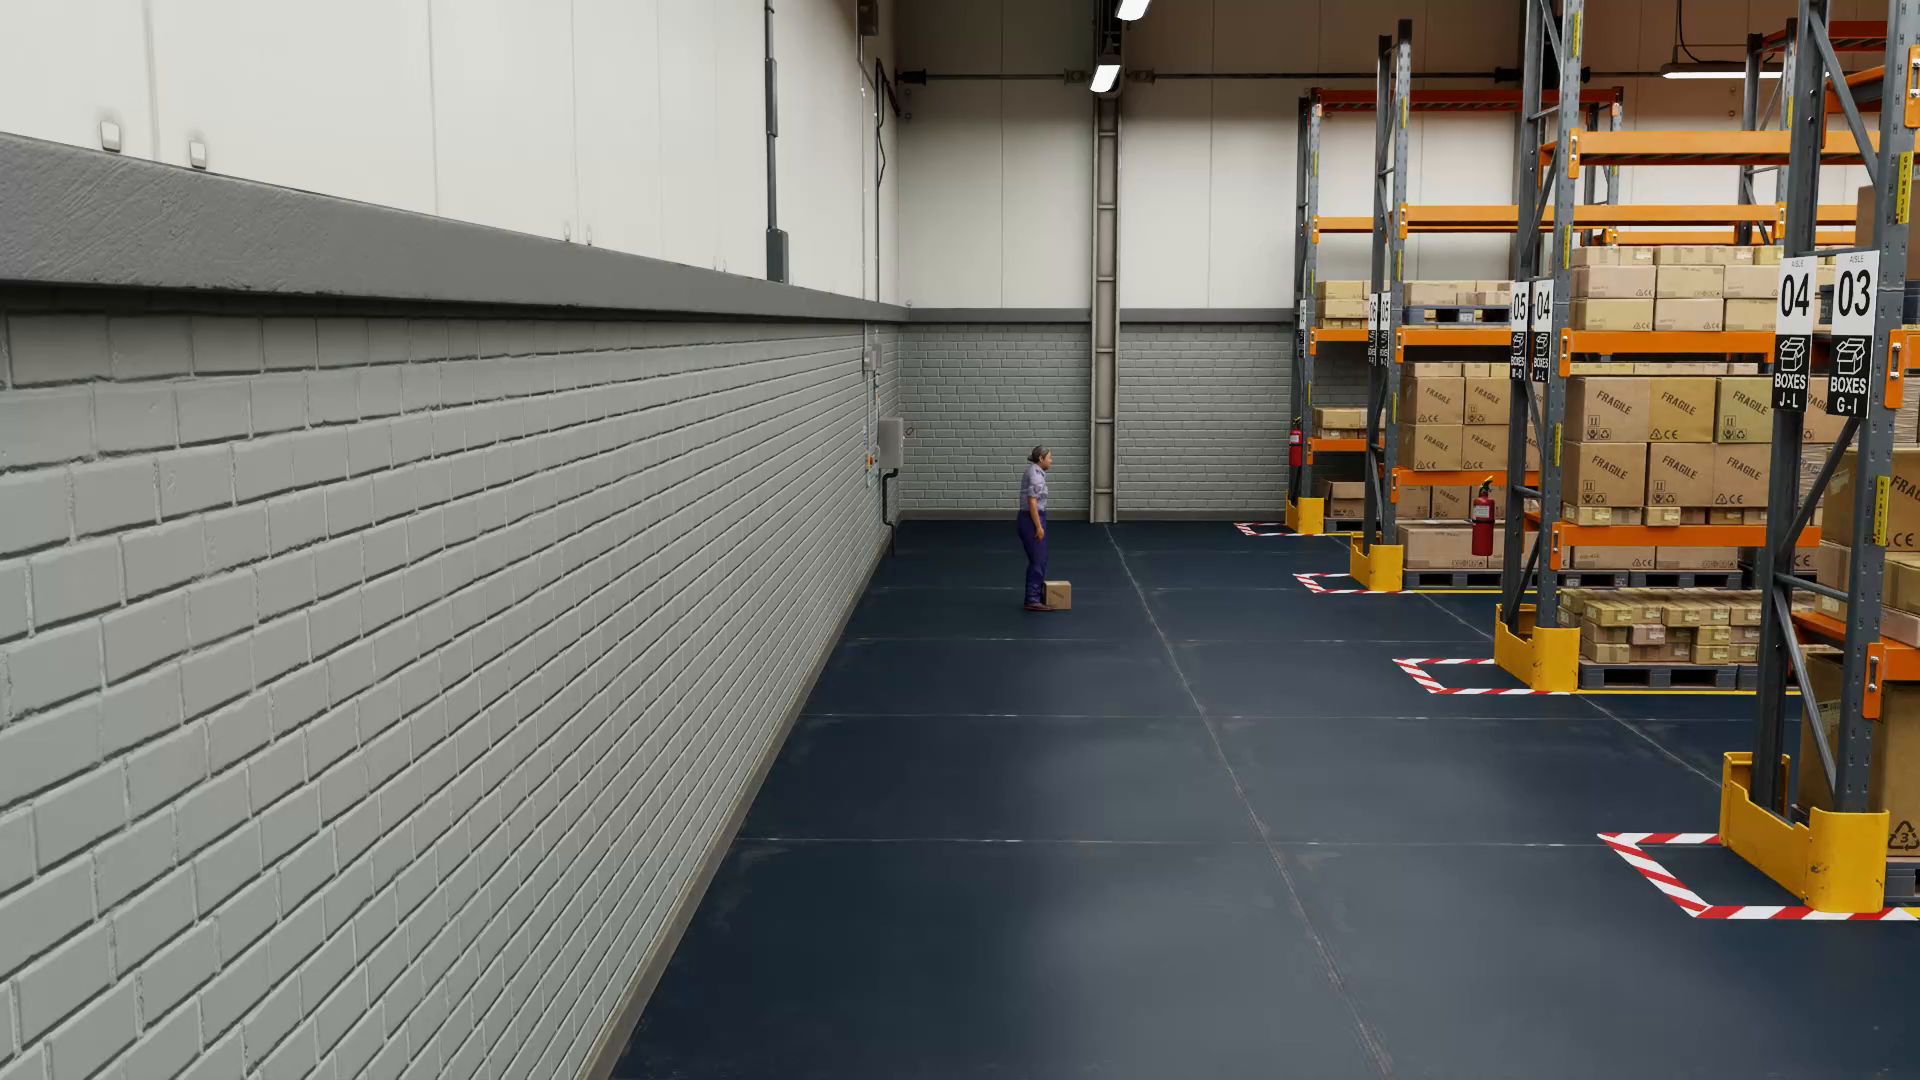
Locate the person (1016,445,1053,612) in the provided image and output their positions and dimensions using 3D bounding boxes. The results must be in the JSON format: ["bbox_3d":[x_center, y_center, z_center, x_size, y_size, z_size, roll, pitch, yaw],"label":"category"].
[{"bbox_3d":[0.782,-0.126,16.843,0.425,1.636,0.557,0,7,-2],"label":"person"}]
